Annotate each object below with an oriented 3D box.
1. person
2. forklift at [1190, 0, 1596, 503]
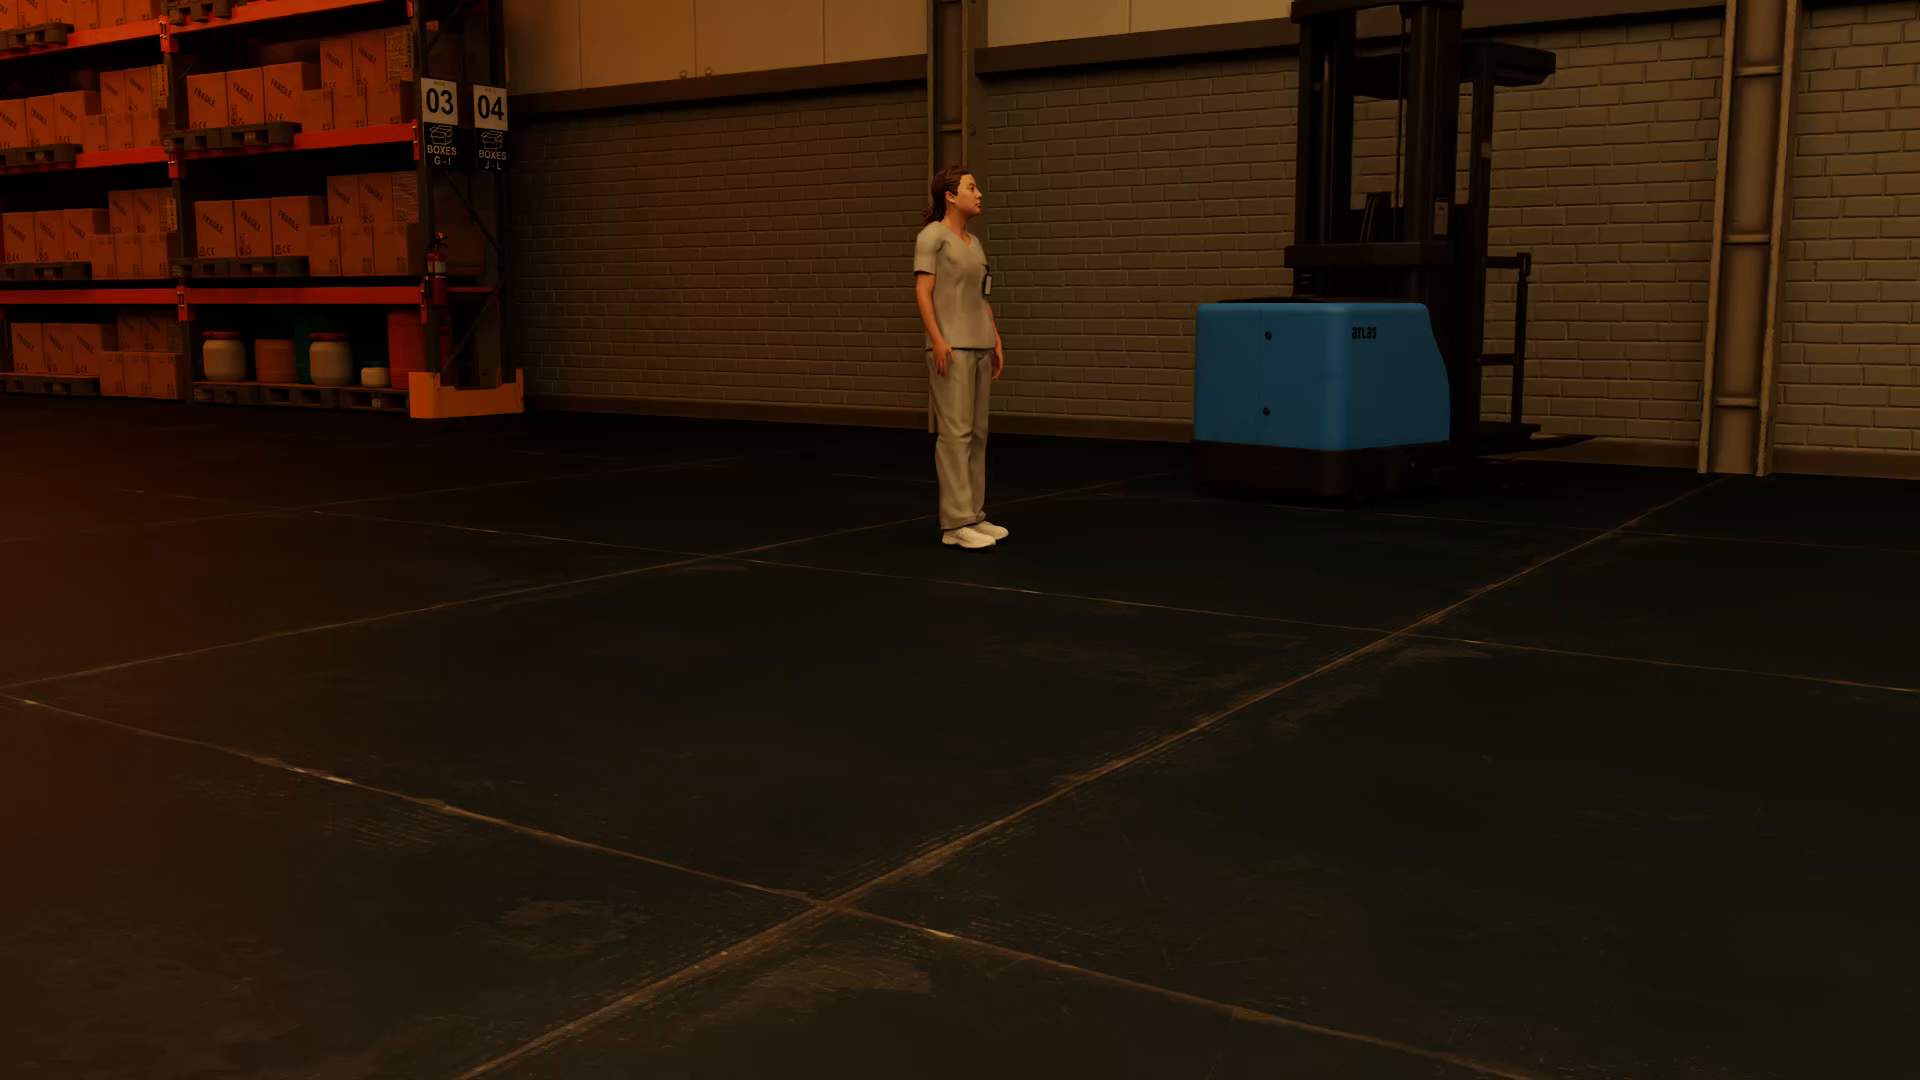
[{"bbox_3d":[0.053,-0.829,7.433,0.549,1.675,0.550,5,10,34],"label":"person"},{"bbox_3d":[2.744,-1.795,9.815,3.031,2.935,1.130,-7,11,-41],"label":"forklift"}]
